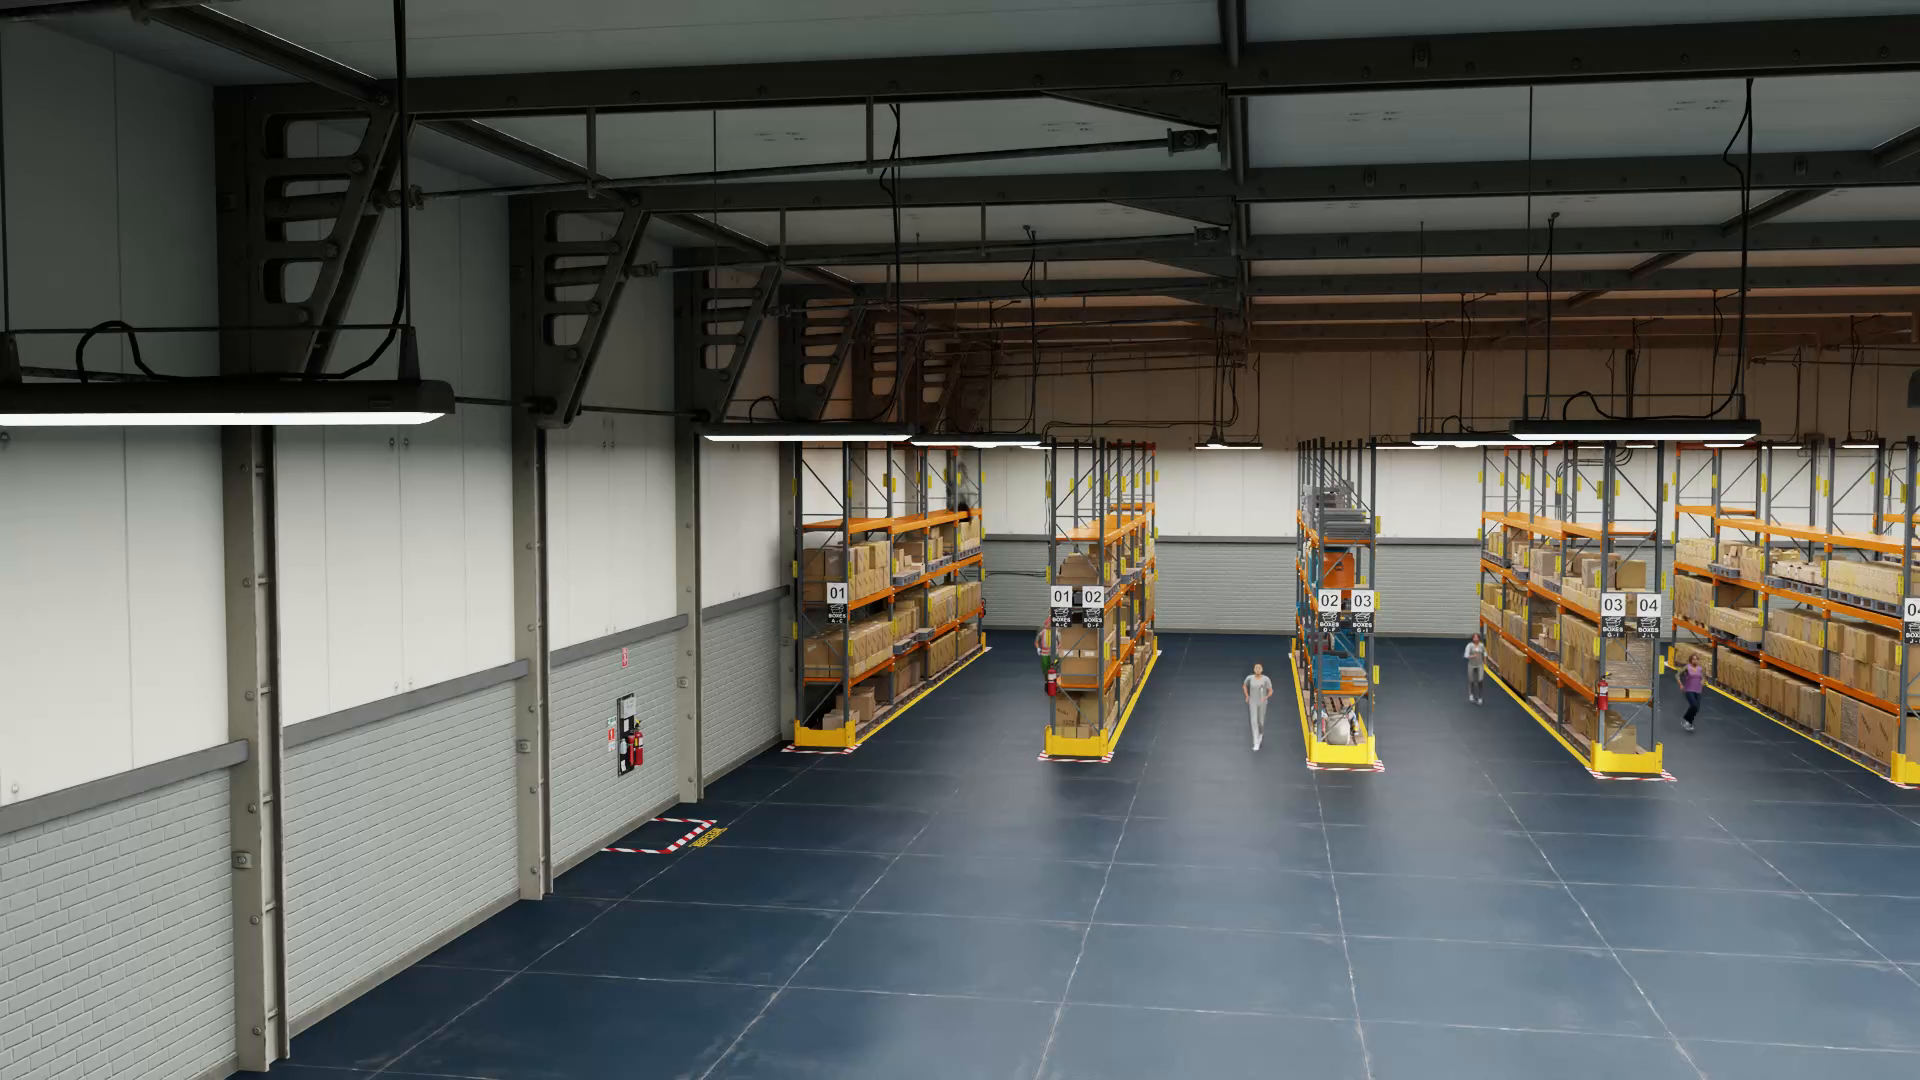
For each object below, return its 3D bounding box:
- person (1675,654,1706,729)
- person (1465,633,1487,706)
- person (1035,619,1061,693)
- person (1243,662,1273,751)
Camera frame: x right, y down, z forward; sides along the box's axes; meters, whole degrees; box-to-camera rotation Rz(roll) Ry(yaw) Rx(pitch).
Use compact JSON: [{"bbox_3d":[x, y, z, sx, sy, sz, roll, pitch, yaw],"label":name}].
[{"bbox_3d":[15.009,3.120,34.056,0.513,1.565,0.621,0,3,-5],"label":"person"},{"bbox_3d":[11.715,2.921,37.761,0.510,1.646,0.724,1,3,11],"label":"person"},{"bbox_3d":[2.109,2.751,39.634,0.666,1.751,0.596,1,3,10],"label":"person"},{"bbox_3d":[5.773,3.192,32.231,0.579,1.674,0.887,1,3,11],"label":"person"}]
